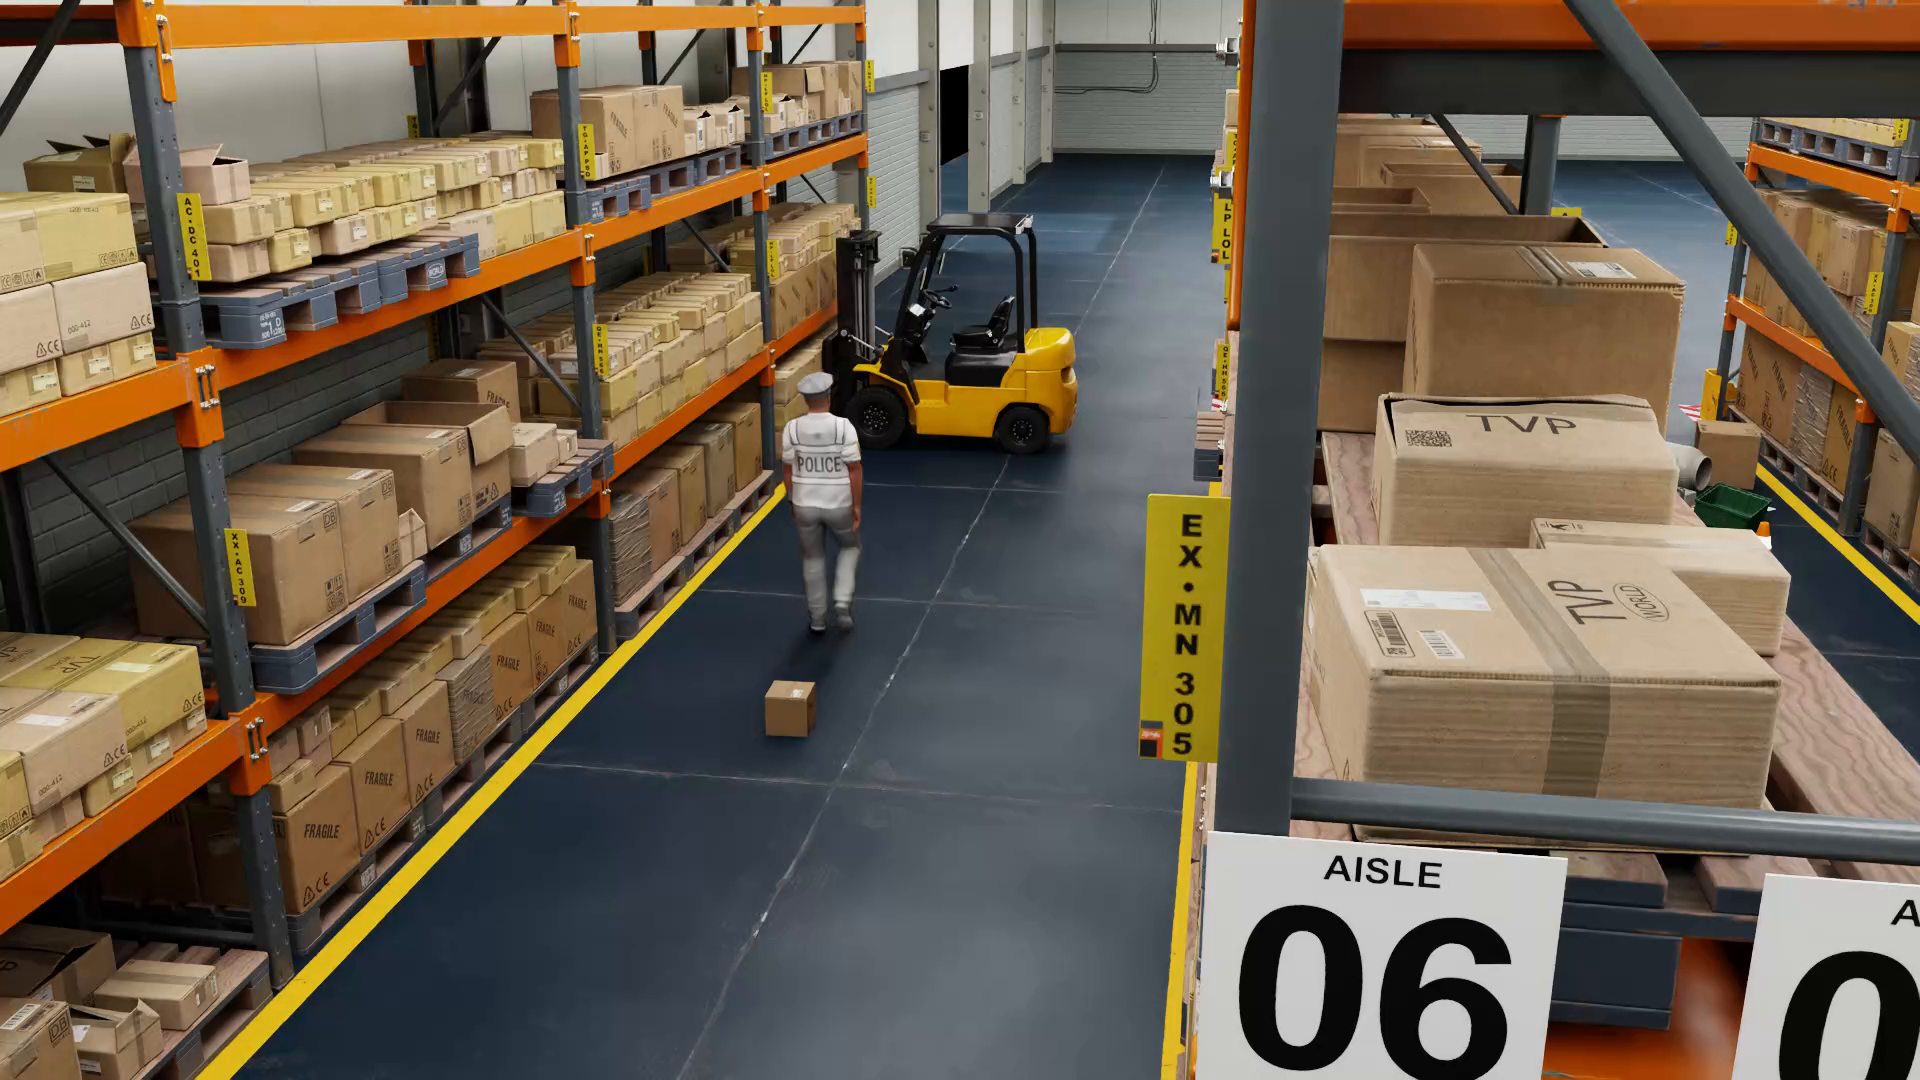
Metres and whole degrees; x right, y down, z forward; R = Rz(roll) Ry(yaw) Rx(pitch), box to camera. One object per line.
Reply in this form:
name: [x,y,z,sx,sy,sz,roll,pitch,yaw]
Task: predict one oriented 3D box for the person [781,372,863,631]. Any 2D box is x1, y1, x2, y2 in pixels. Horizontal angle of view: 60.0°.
person: [-0.917,-0.239,11.219,0.543,1.793,0.463,0,18,1]
